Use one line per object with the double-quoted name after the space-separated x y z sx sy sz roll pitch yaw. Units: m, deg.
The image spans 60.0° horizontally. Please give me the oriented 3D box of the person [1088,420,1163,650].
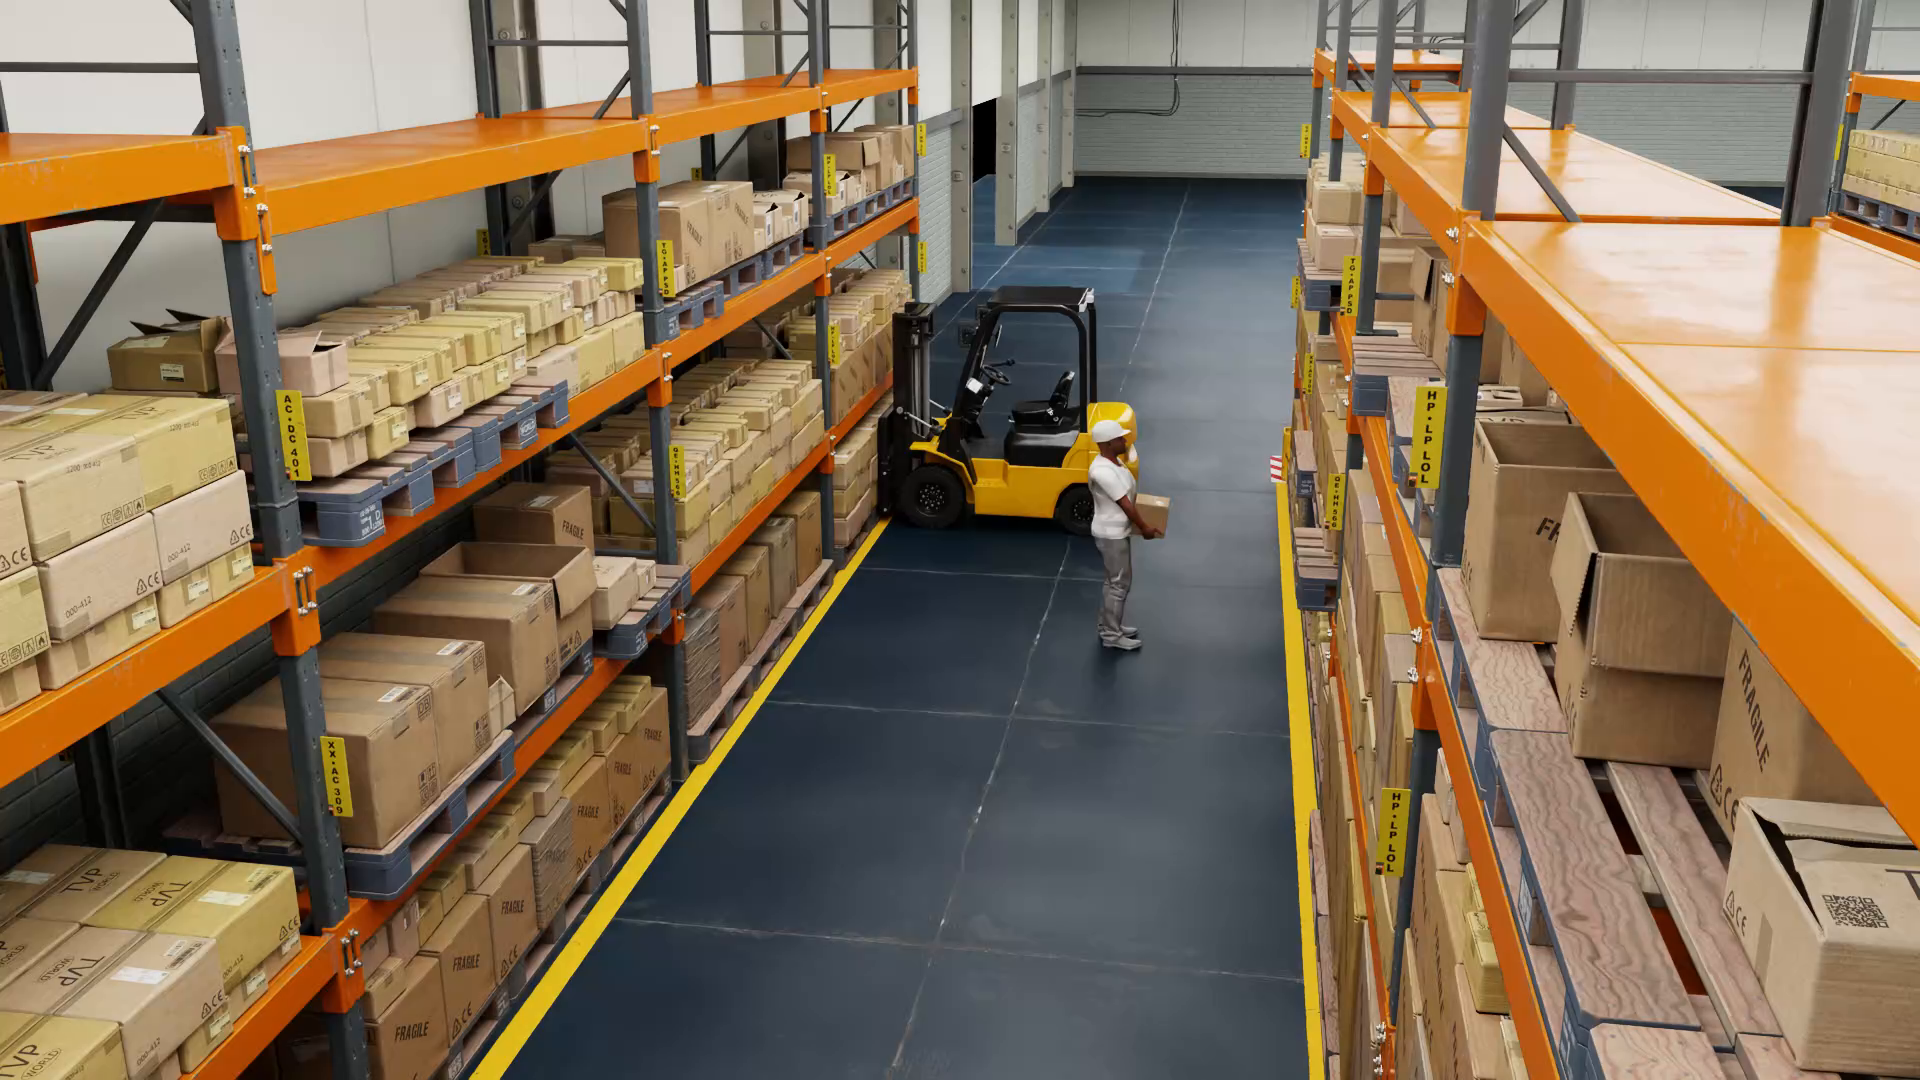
1.262 -0.050 12.679 0.577 1.761 0.502 3 18 9 "person"
